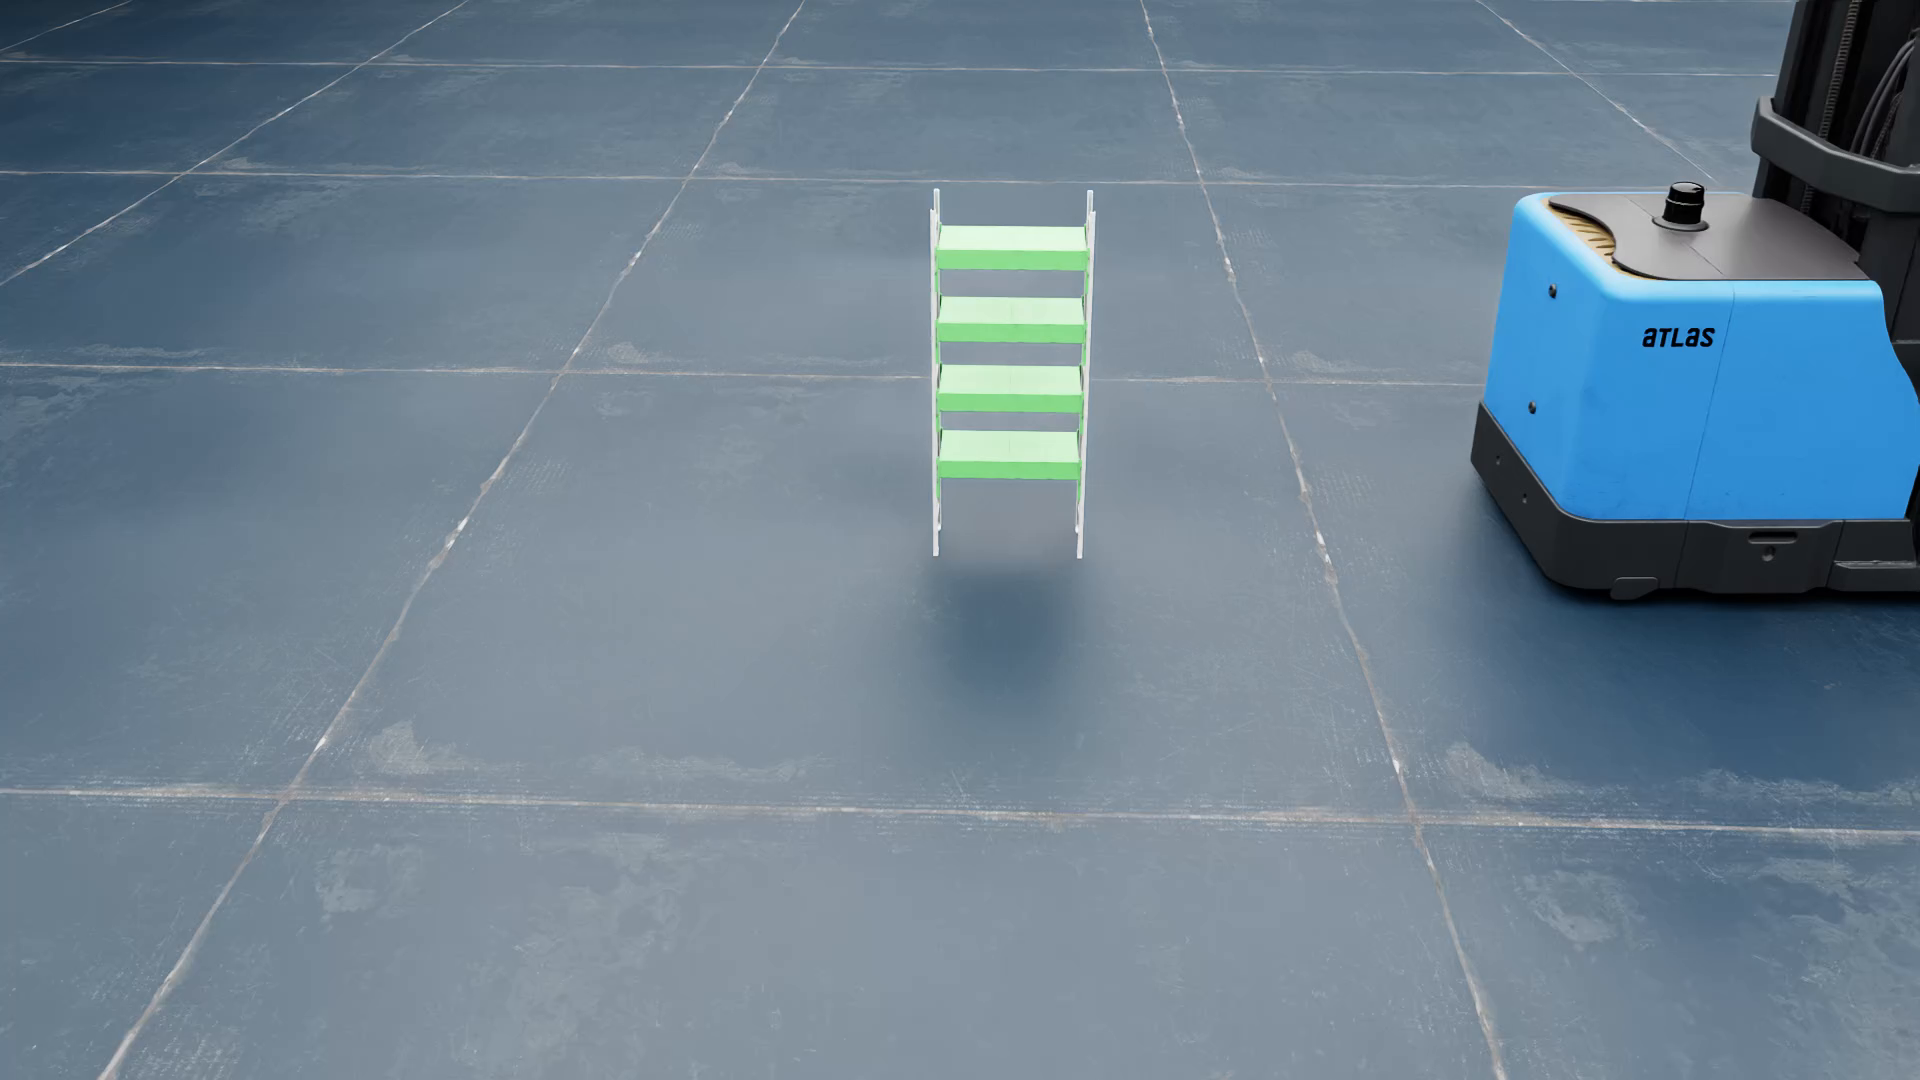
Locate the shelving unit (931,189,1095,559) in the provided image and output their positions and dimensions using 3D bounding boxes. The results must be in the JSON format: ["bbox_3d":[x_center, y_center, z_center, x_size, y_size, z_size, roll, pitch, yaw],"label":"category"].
[{"bbox_3d":[0.165,-0.527,5.464,0.503,1.200,0.258,1,28,2],"label":"shelving unit"}]

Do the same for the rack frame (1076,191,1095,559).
[{"bbox_3d":[0.409,-0.523,5.456,0.015,1.200,0.240,1,28,2],"label":"rack frame"}]

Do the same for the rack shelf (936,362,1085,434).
[{"bbox_3d":[0.165,-0.471,5.494,0.480,0.148,0.258,1,28,2],"label":"rack shelf"}]

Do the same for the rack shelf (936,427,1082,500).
[{"bbox_3d":[0.165,-0.259,5.606,0.480,0.148,0.258,1,28,2],"label":"rack shelf"}]

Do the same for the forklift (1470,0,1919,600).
[{"bbox_3d":[3.405,-1.328,5.126,3.031,2.935,1.130,0,28,-1],"label":"forklift"}]

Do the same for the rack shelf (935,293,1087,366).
[{"bbox_3d":[0.165,-0.683,5.381,0.480,0.148,0.258,1,28,2],"label":"rack shelf"}]

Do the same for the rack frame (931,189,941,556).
[{"bbox_3d":[-0.078,-0.531,5.471,0.015,1.200,0.240,1,28,2],"label":"rack frame"}]

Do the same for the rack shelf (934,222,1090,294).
[{"bbox_3d":[0.165,-0.895,5.269,0.480,0.148,0.258,1,28,2],"label":"rack shelf"}]
